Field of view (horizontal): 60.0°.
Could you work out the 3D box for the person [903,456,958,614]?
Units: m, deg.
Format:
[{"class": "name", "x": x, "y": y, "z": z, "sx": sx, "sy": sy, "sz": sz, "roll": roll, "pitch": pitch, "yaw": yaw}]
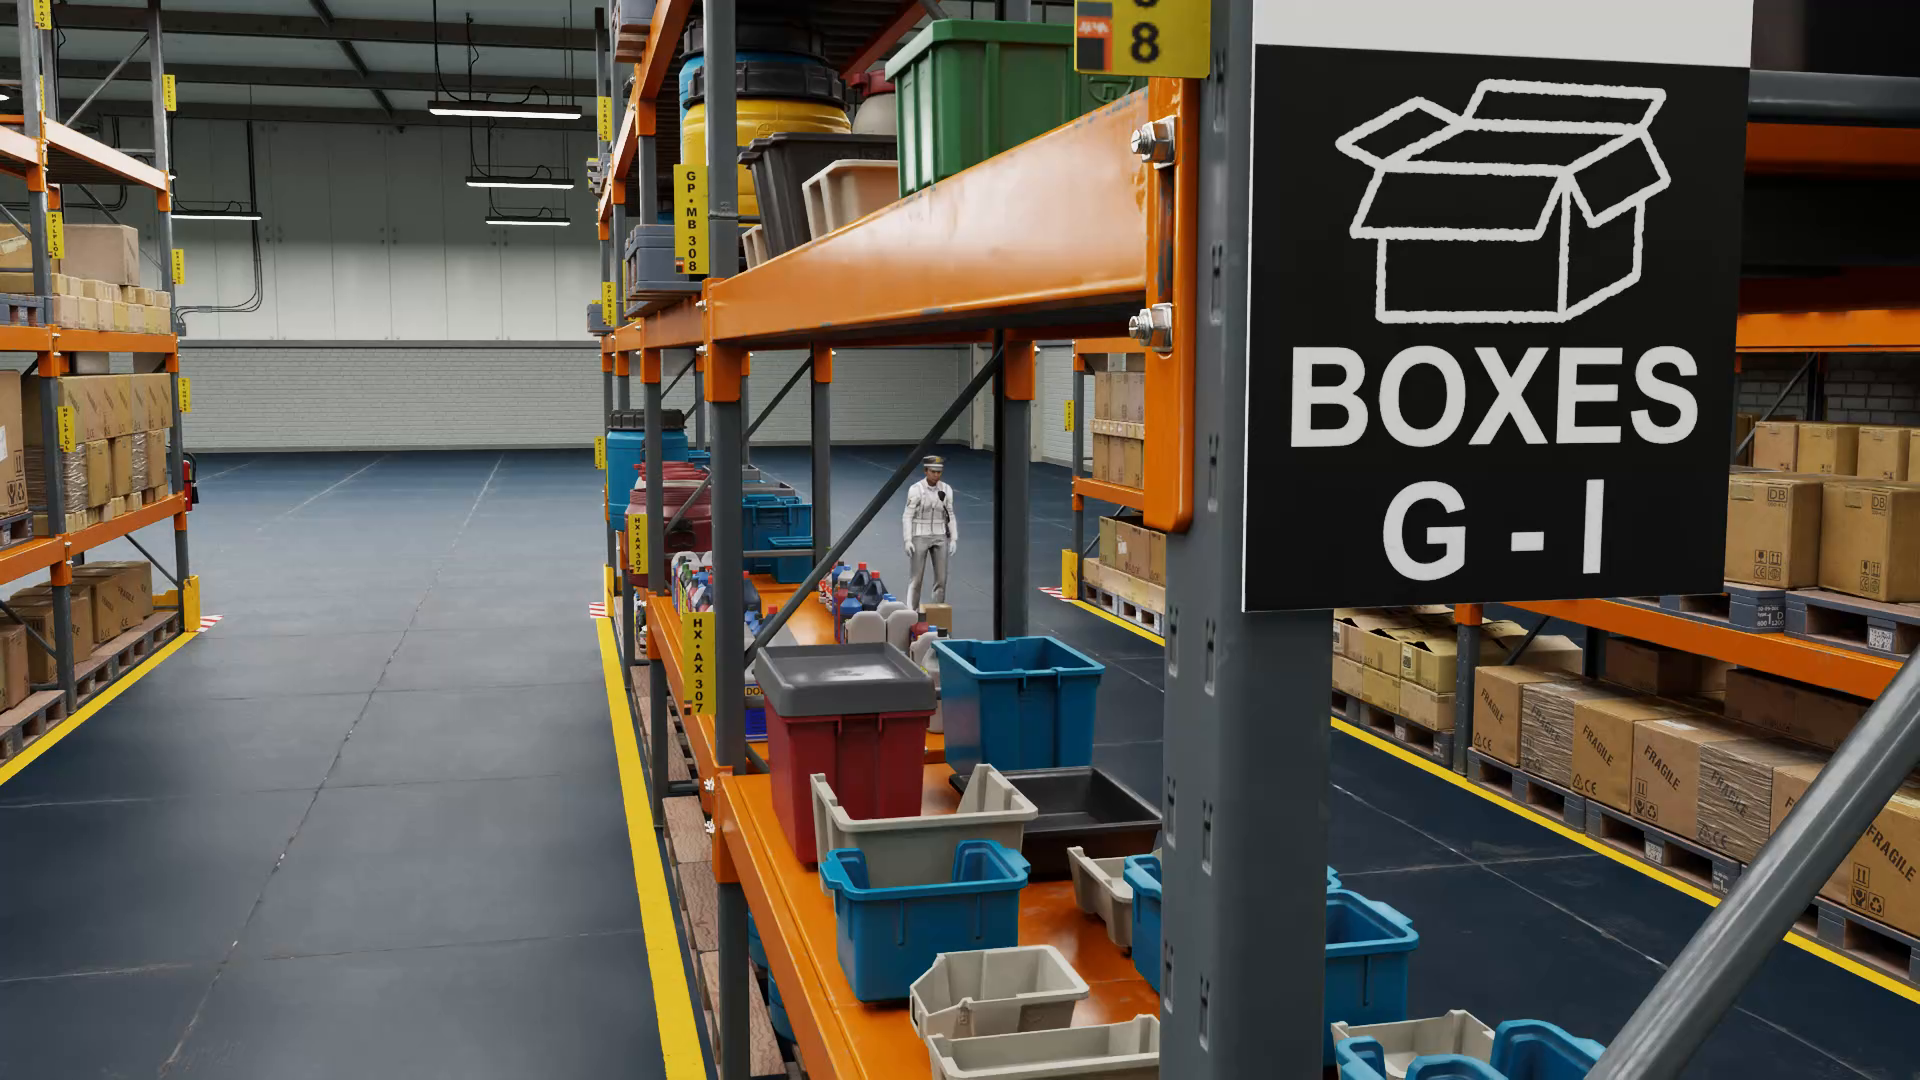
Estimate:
[{"class": "person", "x": -0.286, "y": 0.020, "z": 15.970, "sx": 0.546, "sy": 1.667, "sz": 0.369, "roll": -2, "pitch": 6, "yaw": -16}]
